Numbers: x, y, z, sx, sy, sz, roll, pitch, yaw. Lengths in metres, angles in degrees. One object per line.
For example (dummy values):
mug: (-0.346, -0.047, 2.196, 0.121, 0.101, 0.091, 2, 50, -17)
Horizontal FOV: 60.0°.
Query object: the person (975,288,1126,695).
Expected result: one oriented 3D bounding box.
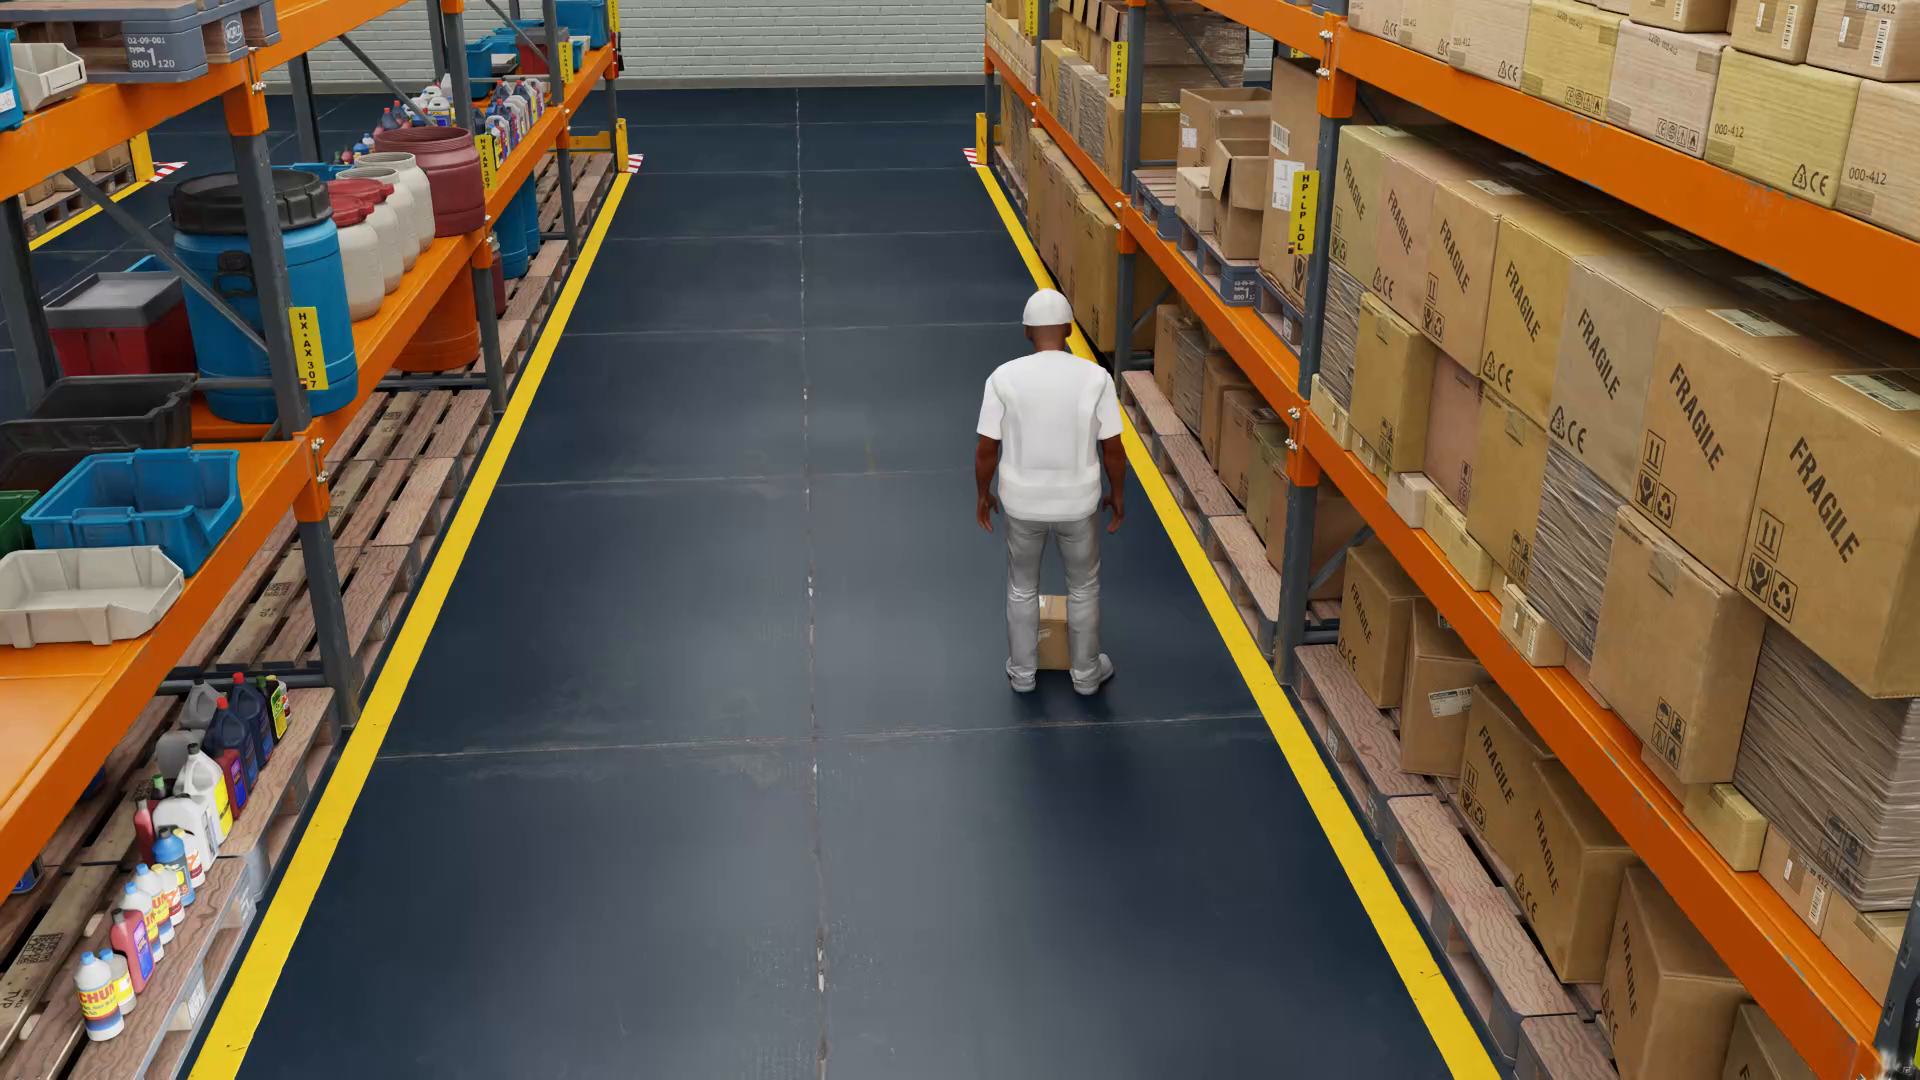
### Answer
person: (0.380, -0.184, 7.001, 0.631, 1.759, 0.461, 2, 24, 4)
